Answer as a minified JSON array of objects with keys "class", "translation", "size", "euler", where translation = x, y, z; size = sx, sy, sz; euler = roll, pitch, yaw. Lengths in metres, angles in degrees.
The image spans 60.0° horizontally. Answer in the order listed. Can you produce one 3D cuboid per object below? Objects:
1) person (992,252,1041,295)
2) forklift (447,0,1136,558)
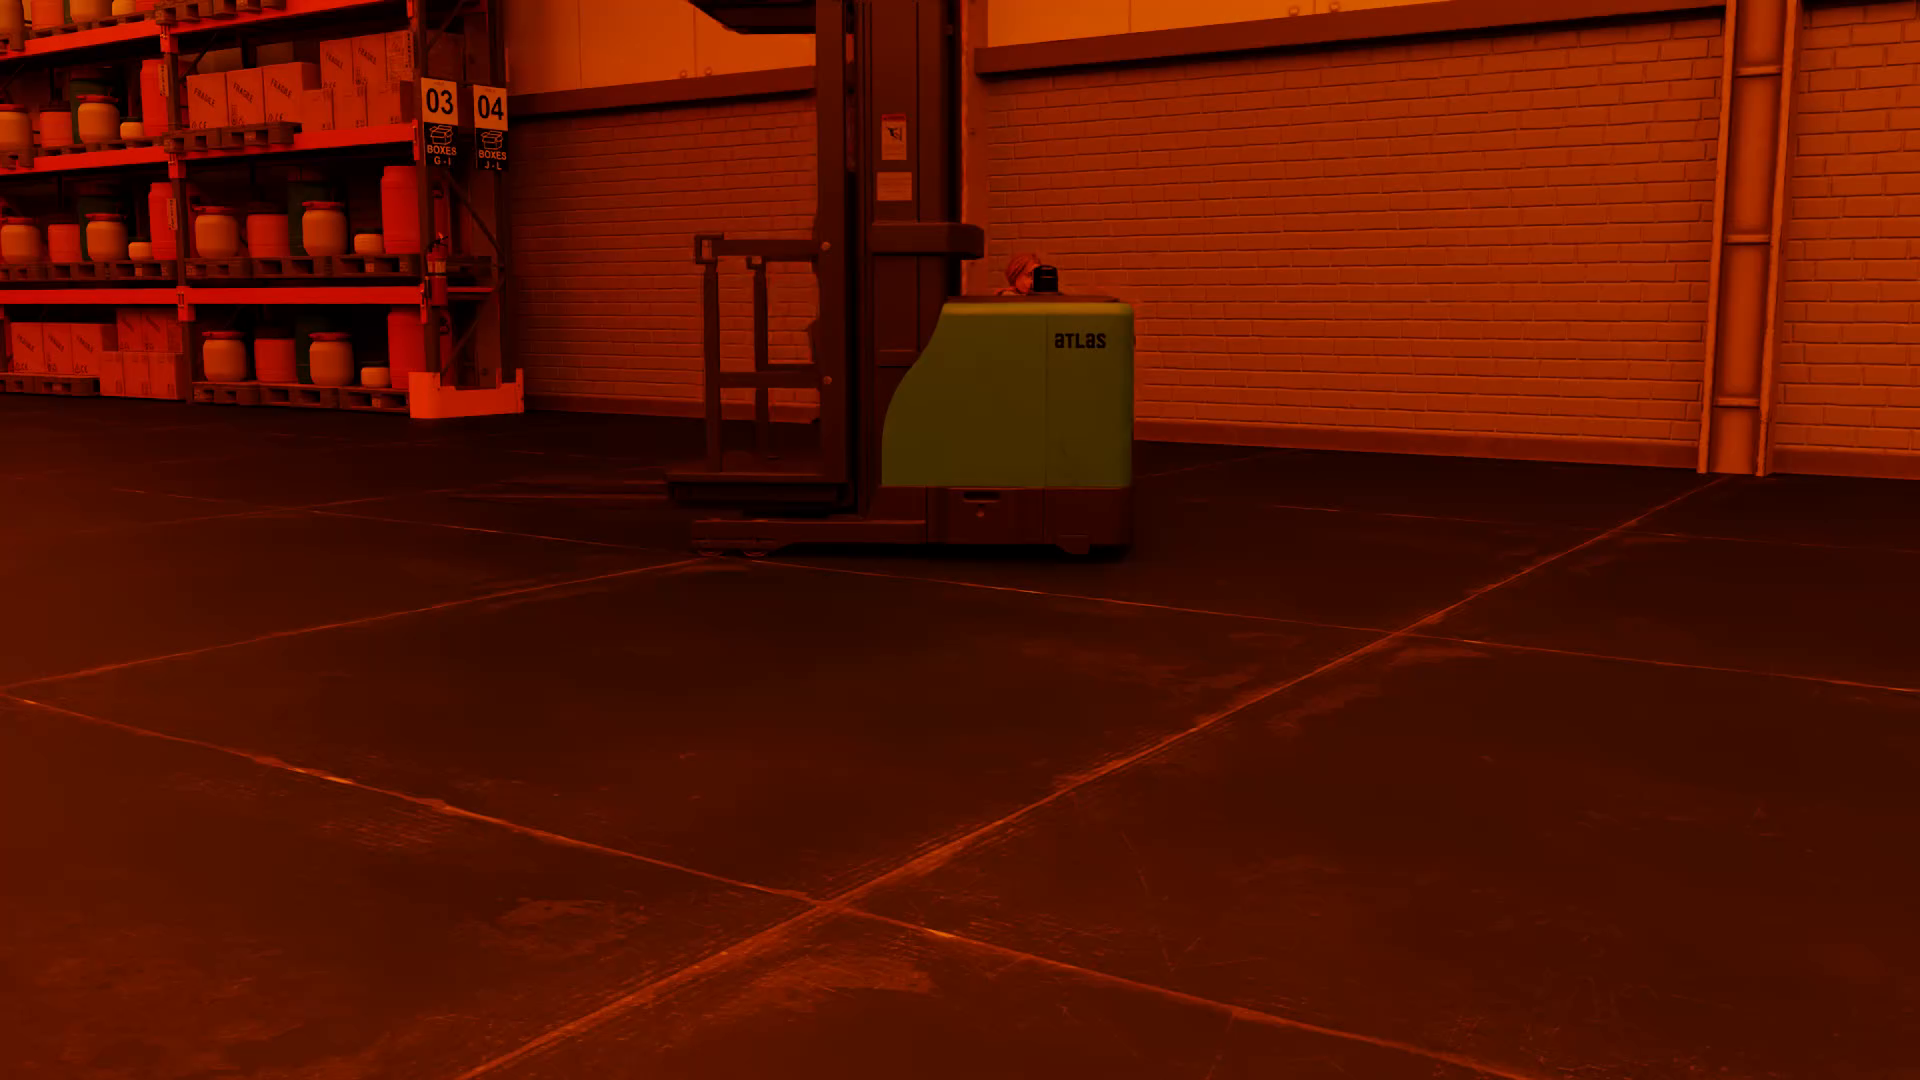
[{"class":"person","translation":[0.437,-0.889,9.167],"size":[1.037,1.366,0.727],"euler":[-6,10,-36]},{"class":"forklift","translation":[-0.736,-1.449,7.383],"size":[3.031,2.935,1.130],"euler":[1,8,5]}]
